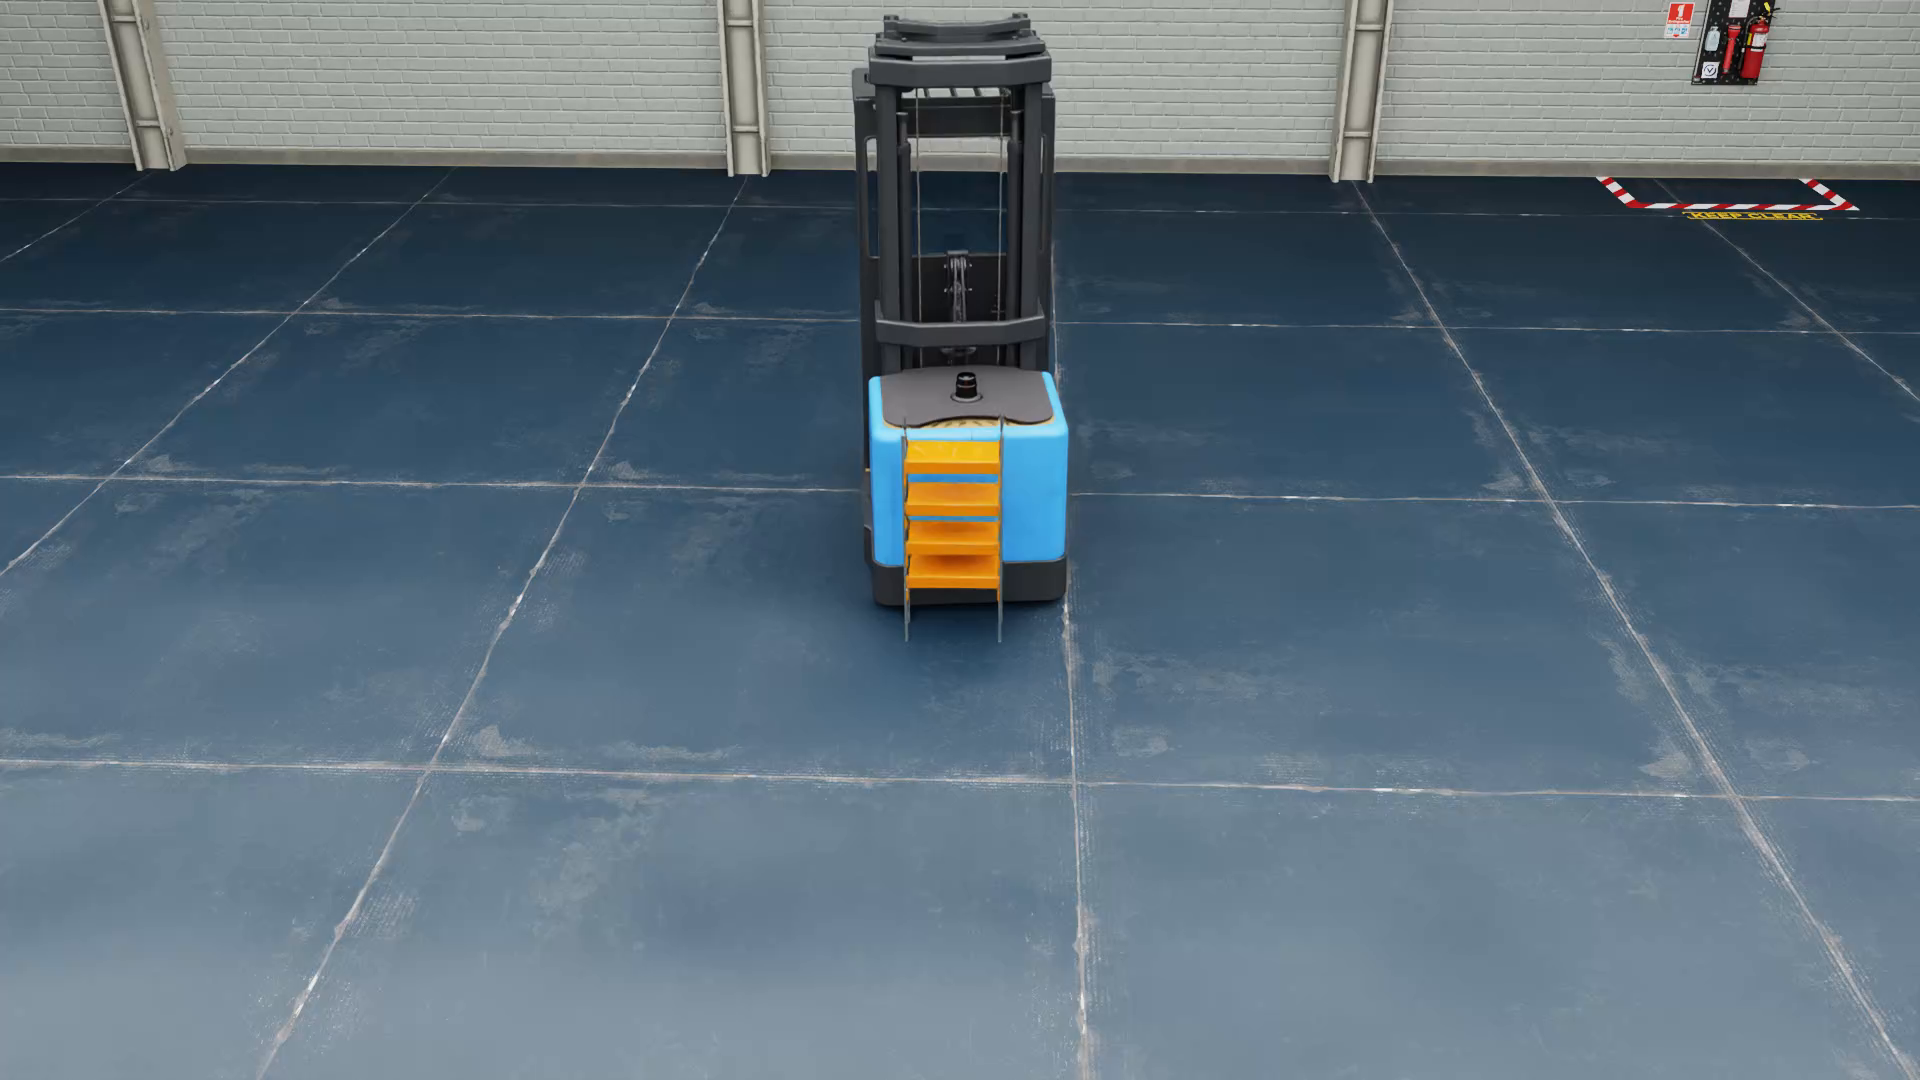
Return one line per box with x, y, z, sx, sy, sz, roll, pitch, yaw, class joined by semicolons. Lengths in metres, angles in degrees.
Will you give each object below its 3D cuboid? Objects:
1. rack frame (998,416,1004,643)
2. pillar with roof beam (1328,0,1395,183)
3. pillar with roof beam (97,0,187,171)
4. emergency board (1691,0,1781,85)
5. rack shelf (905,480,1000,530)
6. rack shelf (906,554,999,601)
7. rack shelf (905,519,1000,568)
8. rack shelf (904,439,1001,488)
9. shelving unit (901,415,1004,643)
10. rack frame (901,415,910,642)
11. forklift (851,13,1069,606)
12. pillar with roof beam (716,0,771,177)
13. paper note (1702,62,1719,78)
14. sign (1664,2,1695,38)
0.209;-0.040;8.539;0.015;1.200;0.240;1;29;1;rack frame
3.730;-5.562;10.634;0.400;9.000;9.100;1;28;2;pillar with roof beam
-8.262;-5.760;11.008;0.400;9.000;9.100;1;28;2;pillar with roof beam
7.410;-4.886;15.764;0.643;1.169;0.194;1;28;2;emergency board
-0.035;-0.179;8.467;0.480;0.148;0.258;1;29;1;rack shelf
-0.035;0.190;8.672;0.480;0.148;0.258;1;29;1;rack shelf
-0.035;0.016;8.576;0.480;0.148;0.258;1;29;1;rack shelf
-0.035;-0.386;8.353;0.480;0.148;0.258;1;29;1;rack shelf
-0.035;-0.042;8.543;0.503;1.200;0.258;1;29;1;shelving unit
-0.279;-0.045;8.548;0.015;1.200;0.240;1;29;1;rack frame
-0.047;-1.600;9.639;1.130;2.935;3.031;-2;28;-4;forklift
-2.266;-5.661;10.821;0.400;9.000;9.100;1;28;2;pillar with roof beam
7.236;-4.532;16.037;0.142;0.148;0.016;1;28;2;paper note
6.861;-4.959;15.864;0.234;0.329;0.001;1;28;2;sign
